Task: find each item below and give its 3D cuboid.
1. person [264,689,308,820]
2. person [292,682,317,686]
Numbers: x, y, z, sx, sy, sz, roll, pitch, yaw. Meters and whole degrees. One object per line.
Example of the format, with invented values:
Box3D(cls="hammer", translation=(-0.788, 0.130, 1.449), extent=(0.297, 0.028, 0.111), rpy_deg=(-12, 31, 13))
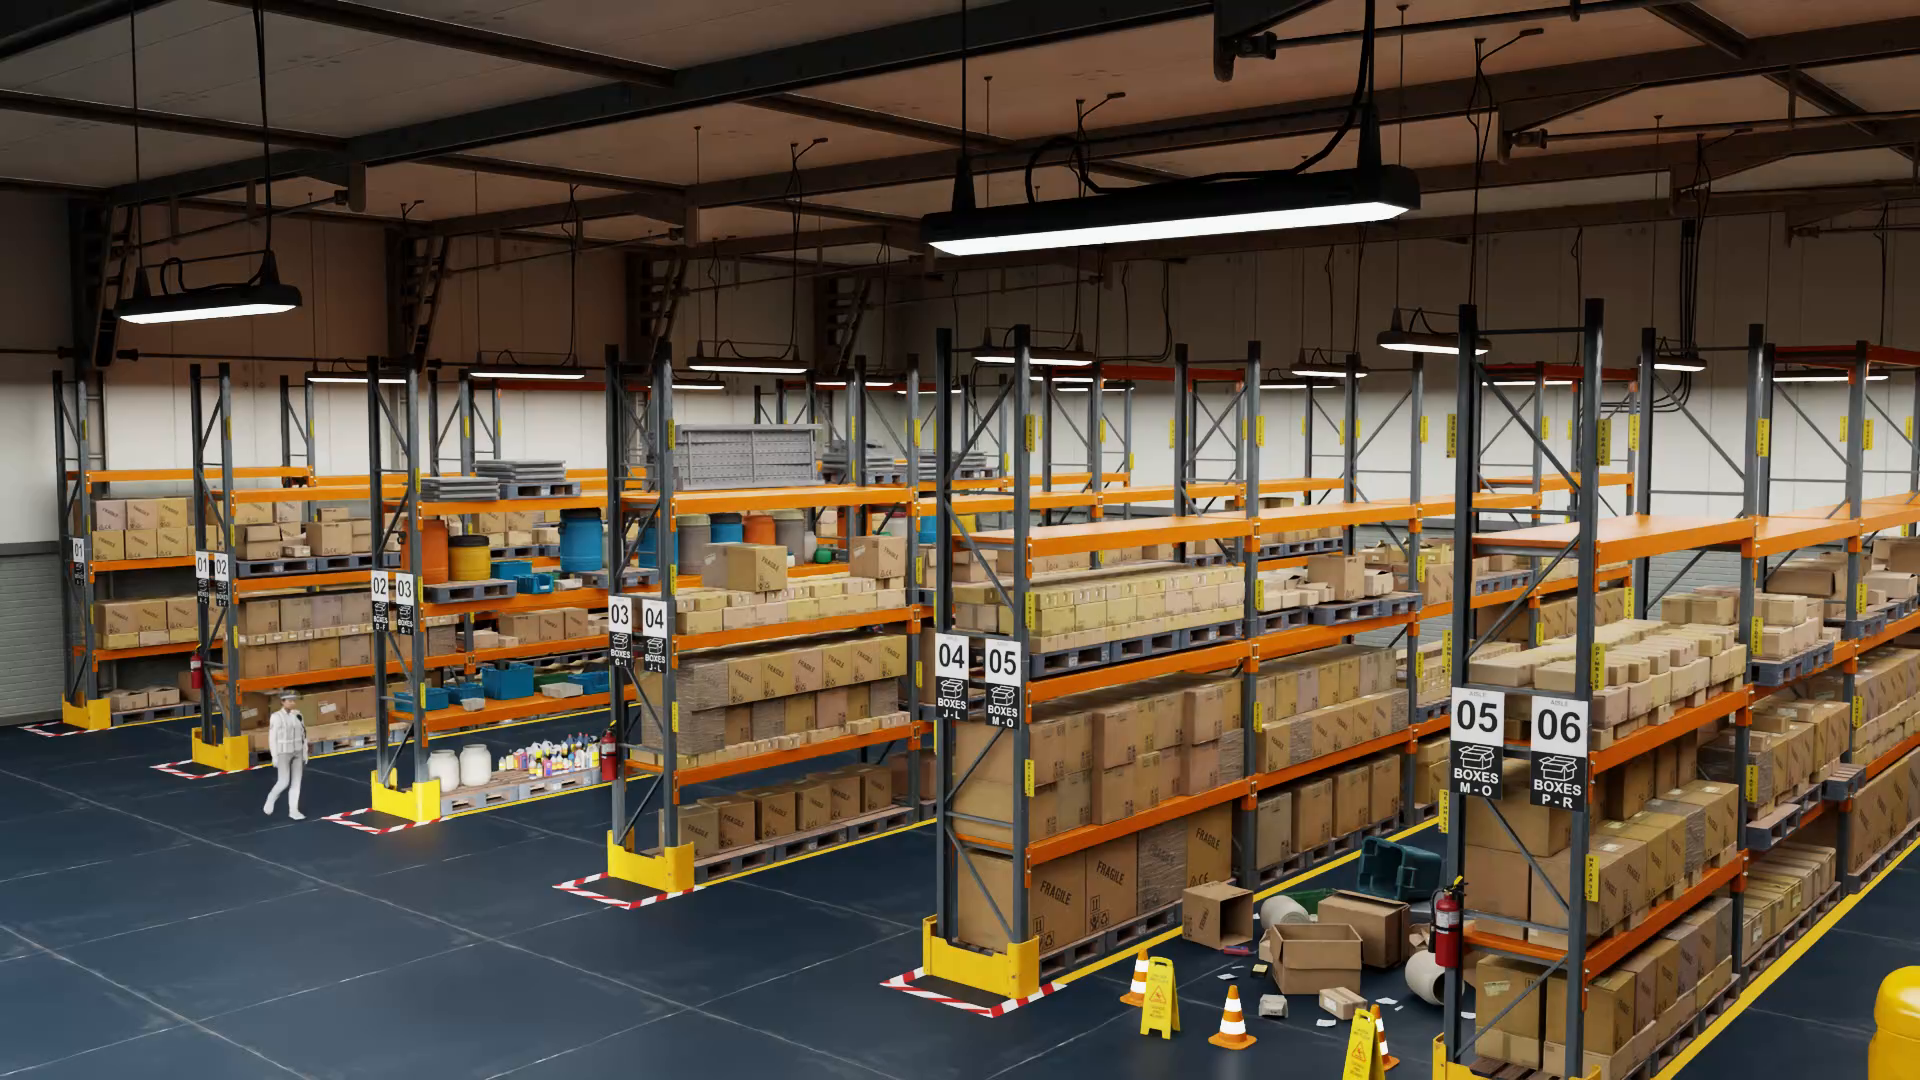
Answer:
Box3D(cls="person", translation=(-8.704, 2.758, 21.500), extent=(0.523, 1.677, 0.499), rpy_deg=(3, 5, 34))
Box3D(cls="person", translation=(-10.923, 2.294, 27.548), extent=(0.563, 1.805, 0.670), rpy_deg=(2, 5, 27))
